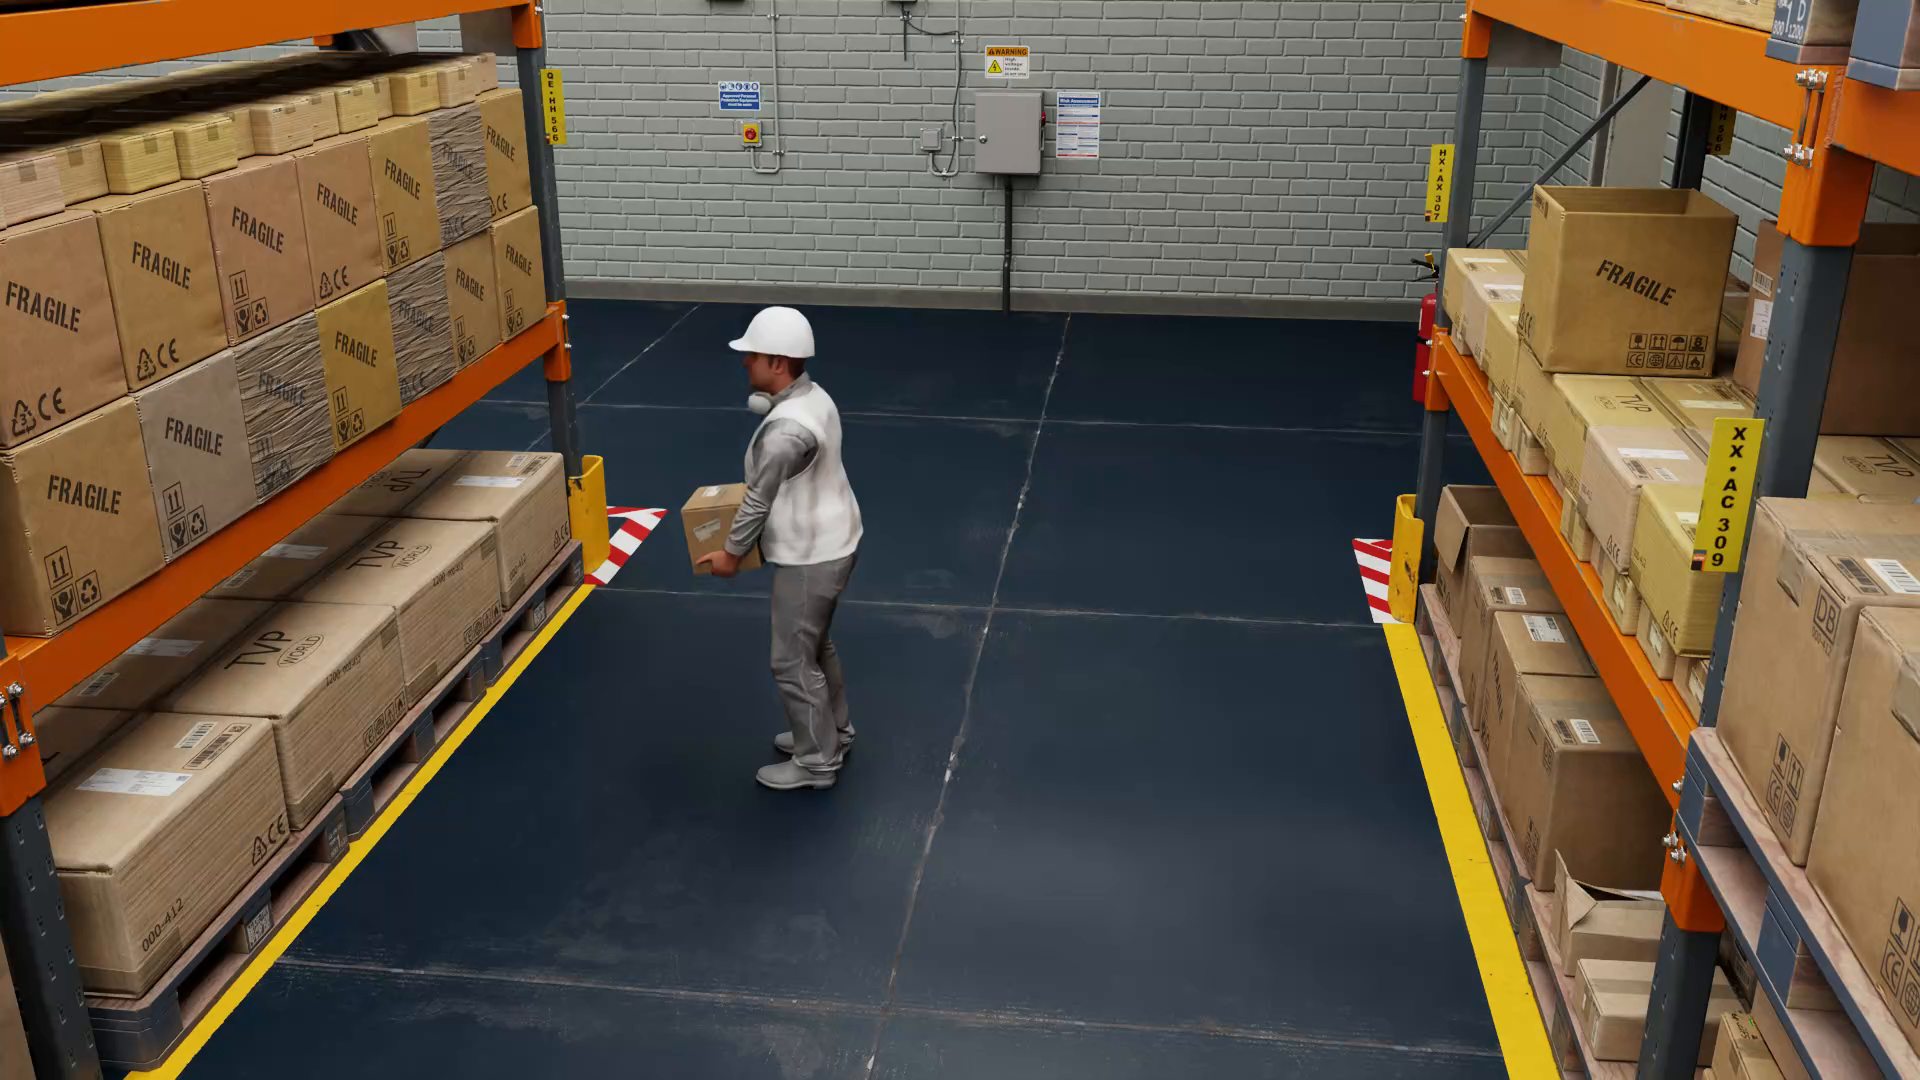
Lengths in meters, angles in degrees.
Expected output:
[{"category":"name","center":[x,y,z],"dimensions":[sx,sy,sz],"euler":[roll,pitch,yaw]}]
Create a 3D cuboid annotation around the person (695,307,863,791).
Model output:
[{"category":"person","center":[-0.642,0.035,5.967],"dimensions":[0.571,1.769,0.490],"euler":[2,21,5]}]
